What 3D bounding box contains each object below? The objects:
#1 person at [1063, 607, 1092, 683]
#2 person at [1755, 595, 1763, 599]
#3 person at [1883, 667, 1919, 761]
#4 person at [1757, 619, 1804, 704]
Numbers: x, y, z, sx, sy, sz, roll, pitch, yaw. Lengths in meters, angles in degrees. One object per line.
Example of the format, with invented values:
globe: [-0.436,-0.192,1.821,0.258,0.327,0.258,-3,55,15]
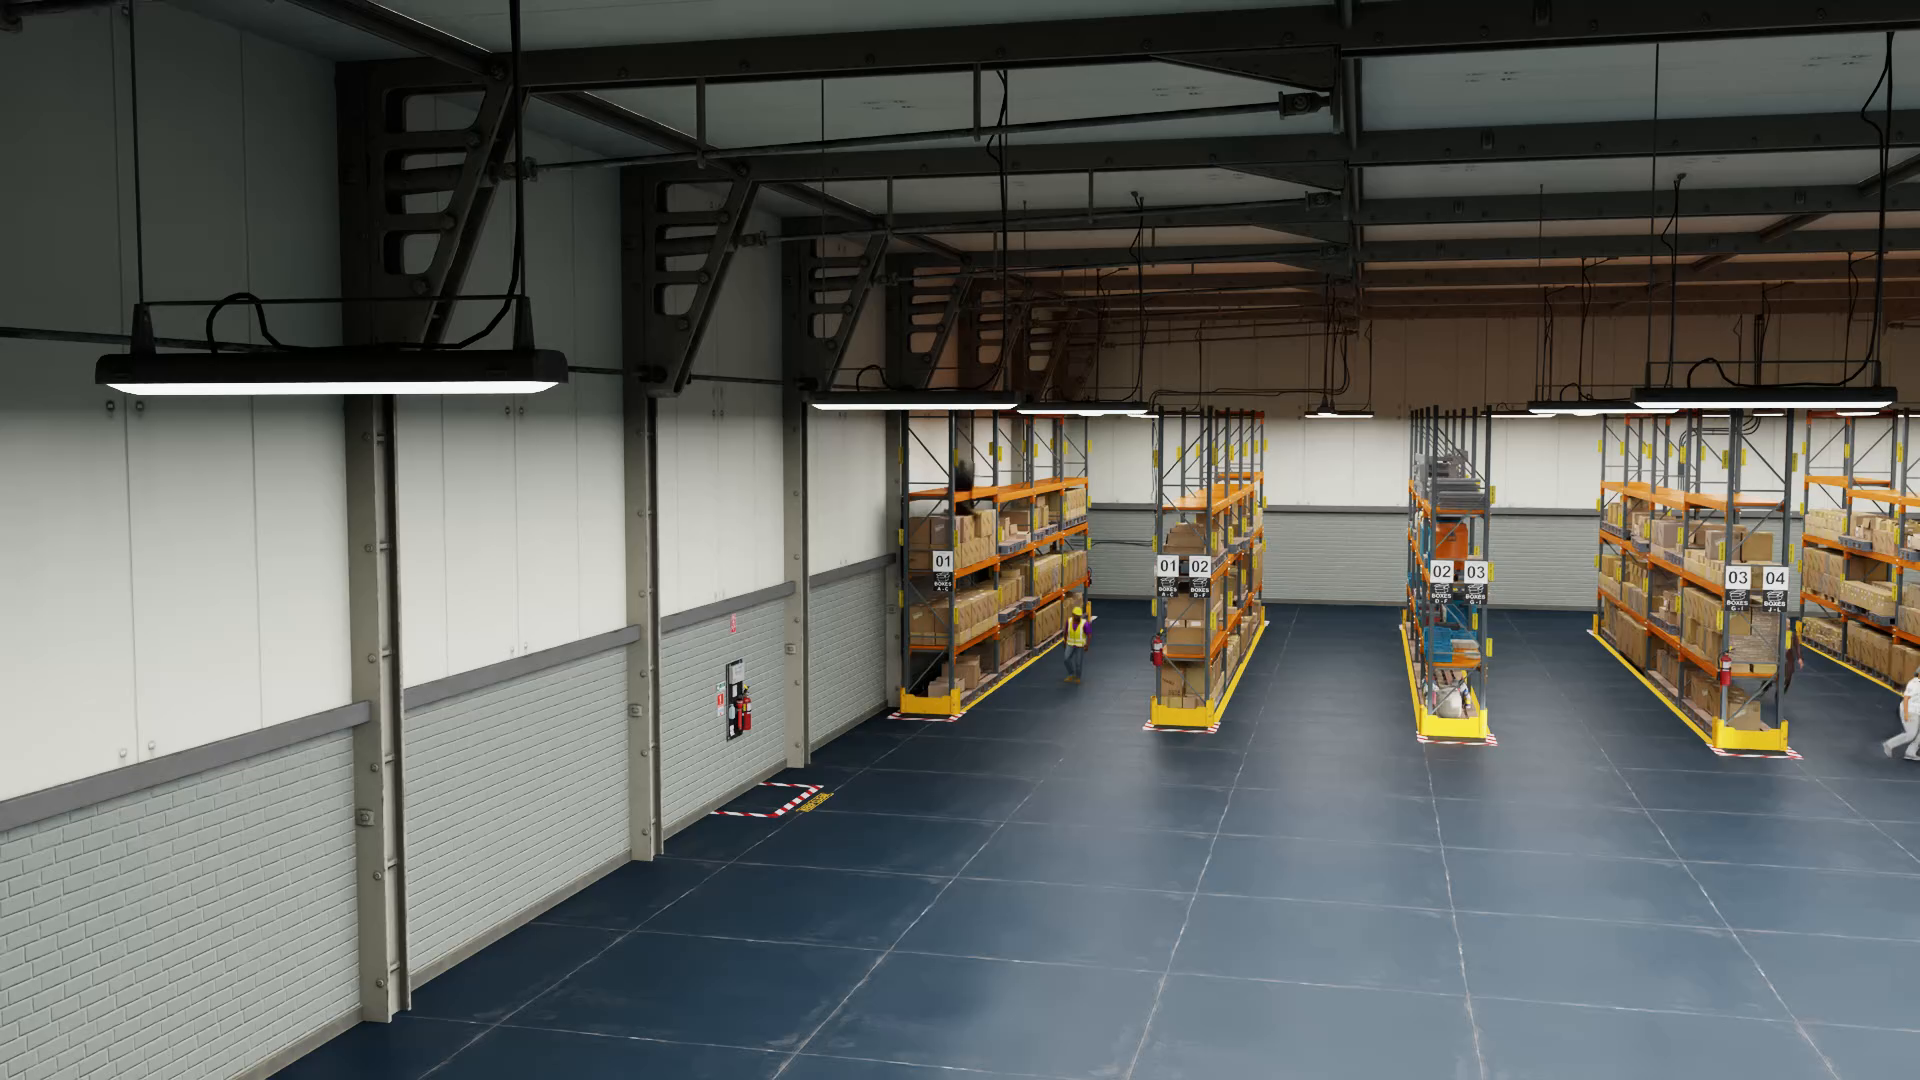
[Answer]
person: [2.528,2.274,35.979,0.694,1.705,0.736,1,4,16]
person: [21.967,1.646,45.302,0.599,1.665,0.722,-3,5,-34]
person: [16.012,2.912,28.037,0.712,1.603,0.655,-3,5,-38]
person: [16.593,2.433,33.646,0.749,1.745,0.718,1,4,11]
